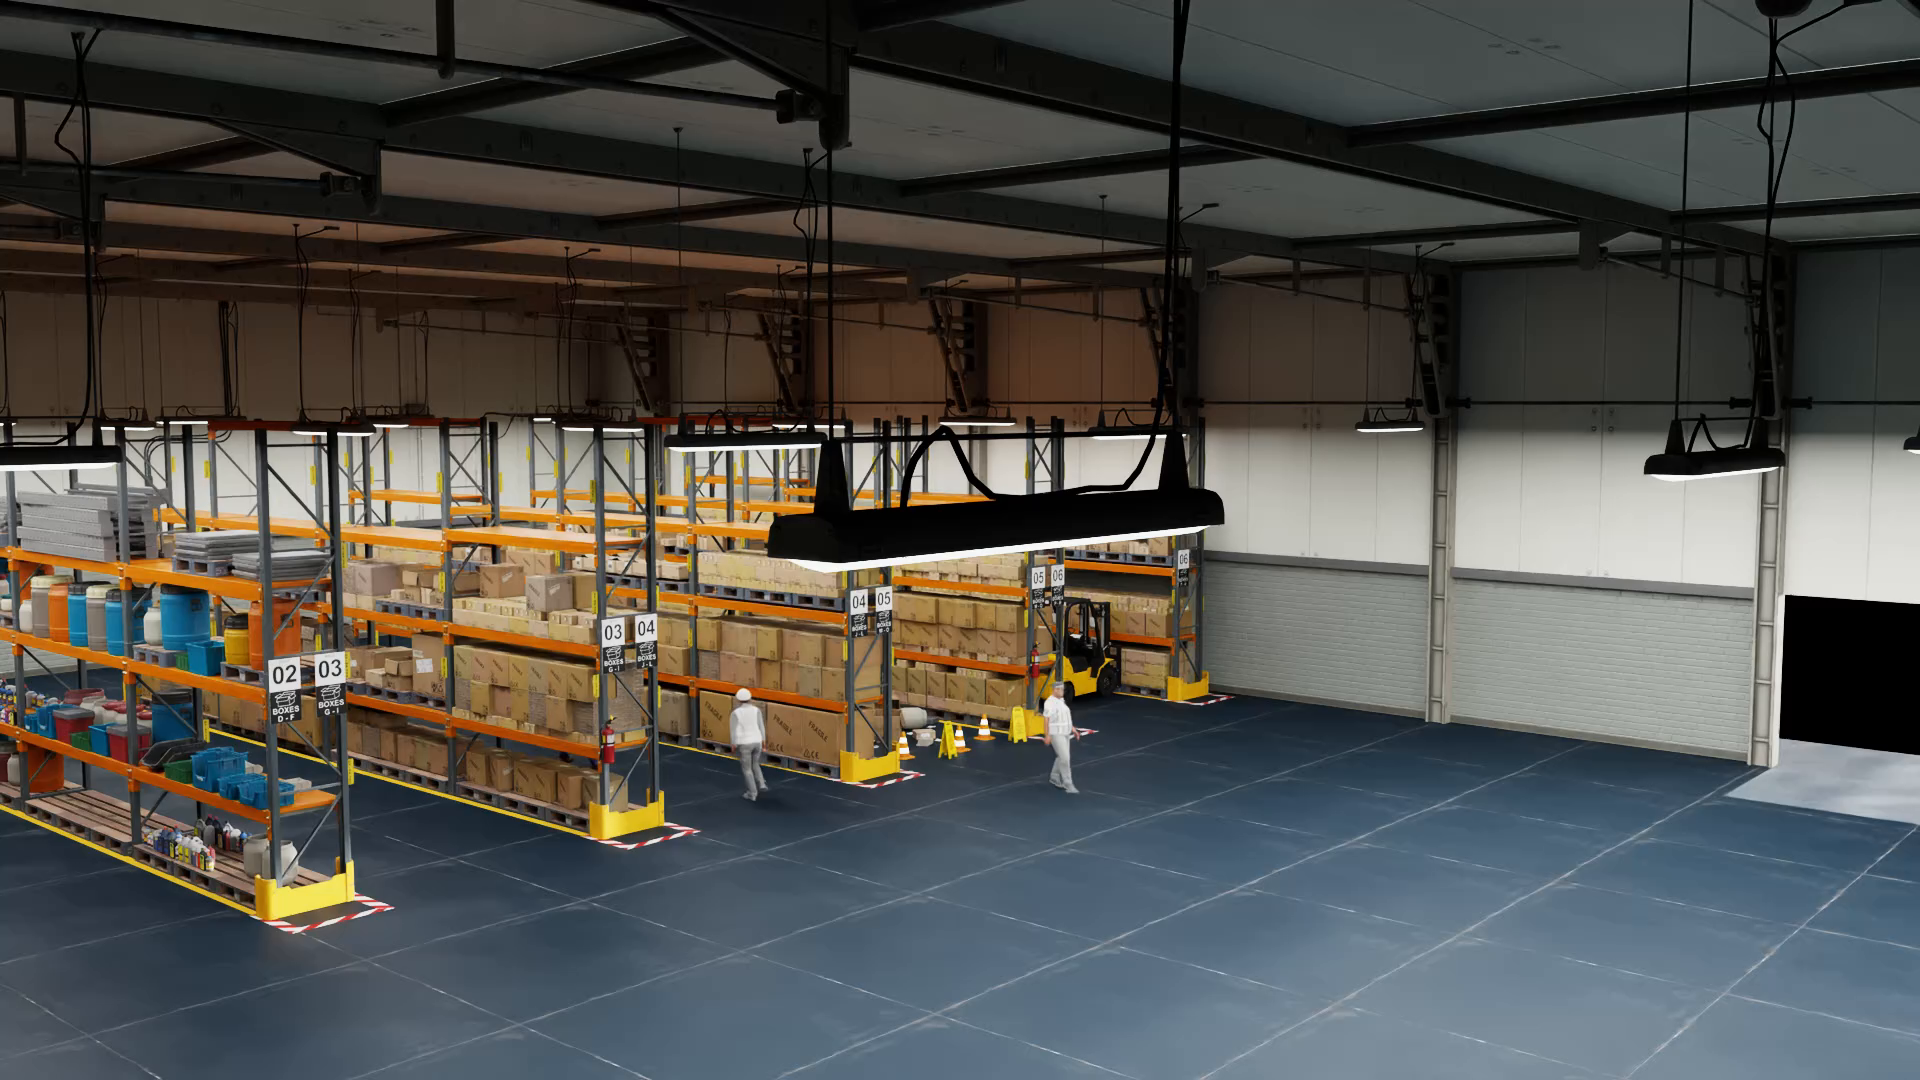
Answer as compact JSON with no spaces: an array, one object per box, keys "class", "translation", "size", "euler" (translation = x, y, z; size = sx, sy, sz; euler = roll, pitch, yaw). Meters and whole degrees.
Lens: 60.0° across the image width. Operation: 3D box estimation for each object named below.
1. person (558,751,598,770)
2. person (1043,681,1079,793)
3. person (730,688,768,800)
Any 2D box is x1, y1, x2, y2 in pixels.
[{"class":"person","translation":[-6.512,3.137,28.669],"size":[1.068,1.586,0.549],"euler":[1,5,17]},{"class":"person","translation":[1.728,3.219,27.232],"size":[0.684,1.785,0.561],"euler":[3,6,33]},{"class":"person","translation":[-3.366,3.242,26.483],"size":[0.579,1.763,0.495],"euler":[-4,6,-39]}]
